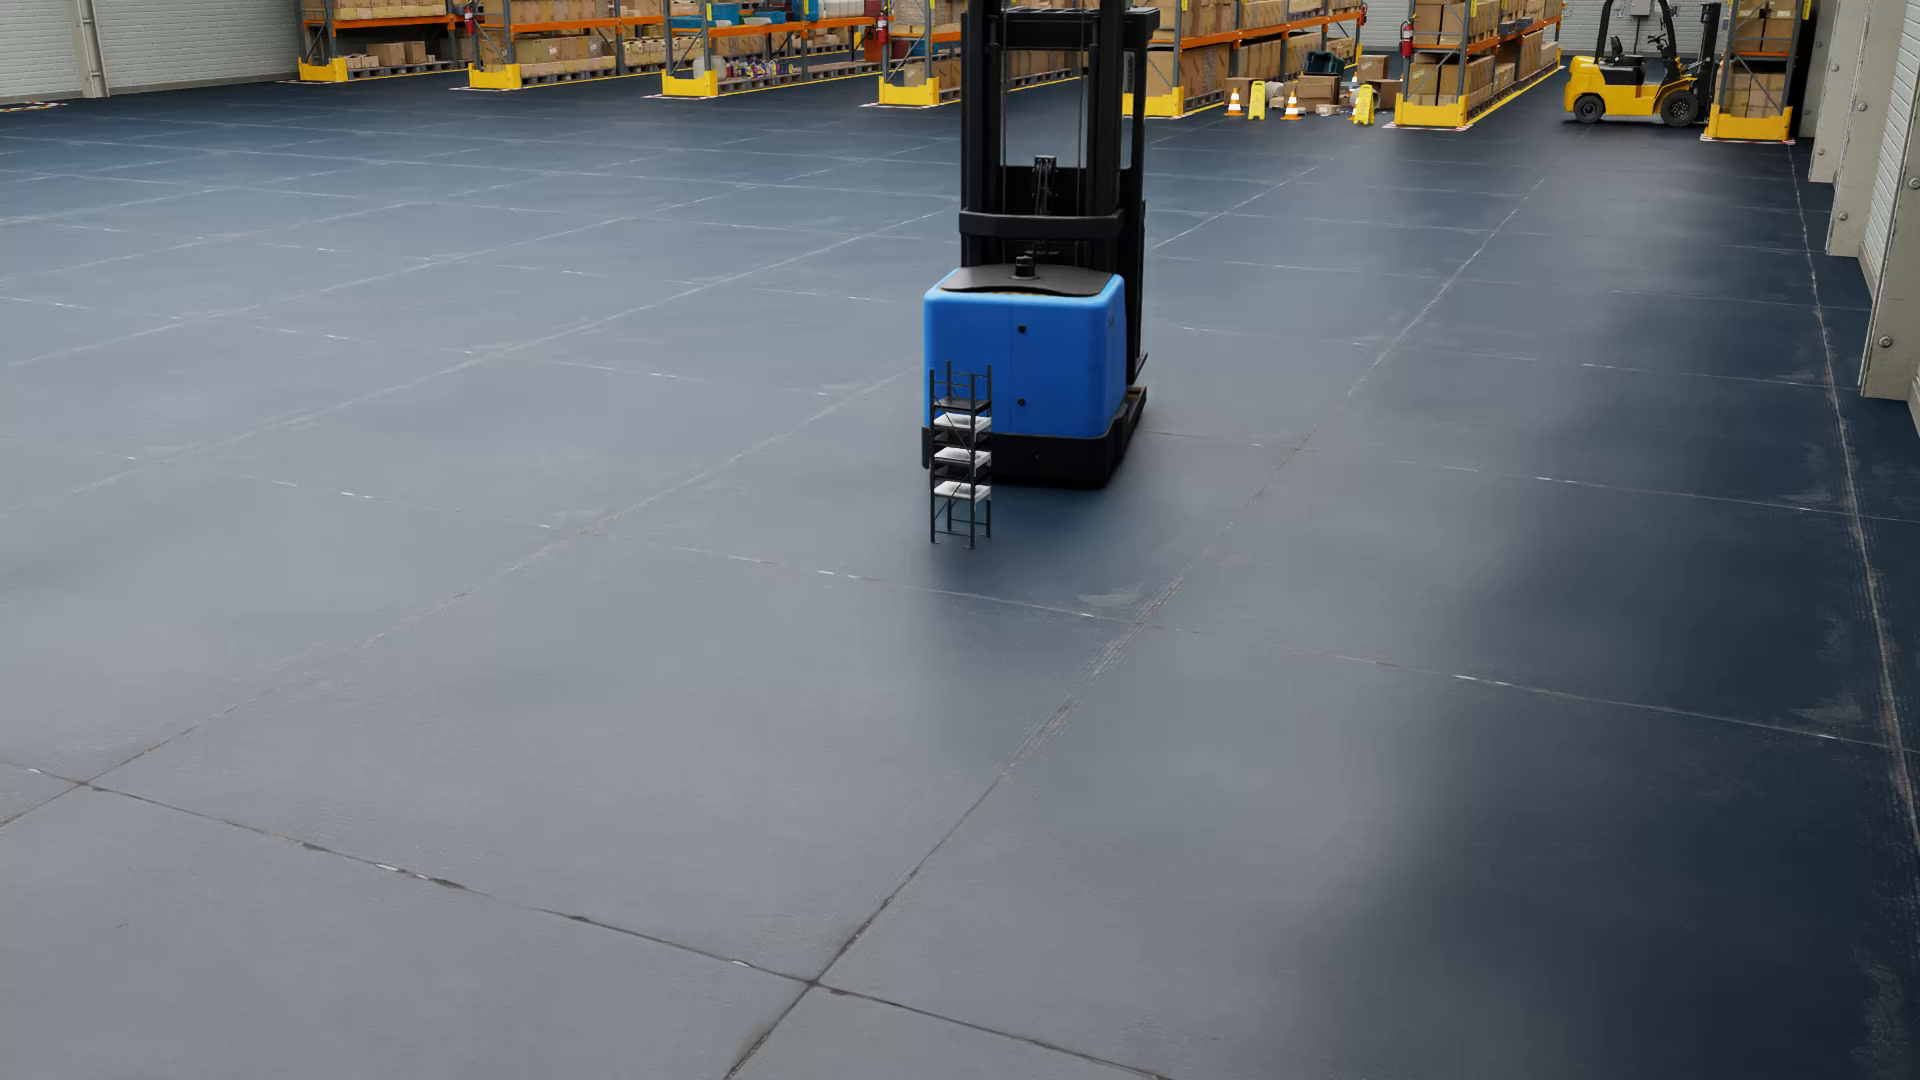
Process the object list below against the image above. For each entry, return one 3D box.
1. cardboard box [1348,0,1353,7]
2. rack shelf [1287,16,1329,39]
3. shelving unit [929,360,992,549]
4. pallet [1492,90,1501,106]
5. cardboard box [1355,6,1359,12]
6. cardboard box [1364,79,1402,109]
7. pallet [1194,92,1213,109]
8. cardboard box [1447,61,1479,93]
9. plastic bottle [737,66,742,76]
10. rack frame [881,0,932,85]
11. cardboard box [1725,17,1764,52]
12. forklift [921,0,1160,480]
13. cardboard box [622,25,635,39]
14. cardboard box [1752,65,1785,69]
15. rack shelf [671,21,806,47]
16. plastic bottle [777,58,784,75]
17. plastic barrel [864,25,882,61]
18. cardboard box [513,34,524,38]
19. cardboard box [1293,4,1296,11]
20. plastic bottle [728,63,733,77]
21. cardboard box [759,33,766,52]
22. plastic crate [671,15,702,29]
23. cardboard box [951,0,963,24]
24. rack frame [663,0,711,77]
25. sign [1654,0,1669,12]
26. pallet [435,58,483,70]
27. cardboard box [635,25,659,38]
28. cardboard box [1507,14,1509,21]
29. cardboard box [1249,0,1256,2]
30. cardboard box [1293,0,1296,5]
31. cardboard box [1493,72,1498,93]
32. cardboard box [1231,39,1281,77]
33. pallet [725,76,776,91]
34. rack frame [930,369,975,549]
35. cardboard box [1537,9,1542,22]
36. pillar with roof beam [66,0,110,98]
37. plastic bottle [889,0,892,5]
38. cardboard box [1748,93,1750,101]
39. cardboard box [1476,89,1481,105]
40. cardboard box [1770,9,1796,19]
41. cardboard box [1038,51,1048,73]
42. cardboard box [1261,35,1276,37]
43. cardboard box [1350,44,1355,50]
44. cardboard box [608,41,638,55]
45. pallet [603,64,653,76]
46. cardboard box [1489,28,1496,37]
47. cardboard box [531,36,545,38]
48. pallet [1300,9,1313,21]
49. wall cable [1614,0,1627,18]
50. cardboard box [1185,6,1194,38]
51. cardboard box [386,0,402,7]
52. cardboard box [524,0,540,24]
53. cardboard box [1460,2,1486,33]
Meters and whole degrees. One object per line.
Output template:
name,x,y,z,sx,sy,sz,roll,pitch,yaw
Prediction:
cardboard box,9.650,-13.753,42.071,0.500,0.500,0.500,9,21,23
rack shelf,7.556,-11.879,38.467,1.077,0.370,4.000,9,21,23
shelving unit,0.003,-0.426,8.325,0.258,0.900,0.210,9,21,23
pallet,9.974,-8.659,32.503,1.003,0.211,1.213,9,21,23
cardboard box,10.138,-13.795,43.156,0.380,0.149,0.250,9,21,23
cardboard box,7.977,-8.418,31.388,0.500,0.500,0.500,-9,22,-24
pallet,4.218,-8.473,31.980,1.003,0.211,1.213,9,21,23
cardboard box,8.821,-8.144,29.251,0.500,0.500,0.500,8,21,21
plastic bottle,-4.811,-10.226,36.265,0.097,0.201,0.097,0,20,0
rack frame,-1.022,-9.872,31.751,1.000,3.000,0.127,9,21,23
cardboard box,12.511,-8.066,26.523,0.500,0.500,0.500,8,21,21
forklift,0.599,-2.167,10.189,1.130,2.935,3.031,4,20,12
cardboard box,-9.813,-14.548,47.480,0.750,0.750,0.750,9,21,23
cardboard box,13.748,-7.942,28.308,0.500,0.250,0.500,9,21,23
rack shelf,-4.722,-10.824,35.502,1.077,0.370,4.000,9,21,23
plastic bottle,-3.982,-10.439,36.641,0.144,0.351,0.185,7,21,20
plastic barrel,-2.080,-12.324,41.259,0.600,0.830,0.708,9,21,23
cardboard box,-11.868,-13.017,43.669,0.700,0.500,0.500,9,21,23
cardboard box,7.325,-11.959,37.368,0.380,0.149,0.250,10,22,25
plastic bottle,-4.963,-10.160,35.957,0.061,0.283,0.133,9,21,23
cardboard box,-5.501,-13.437,44.849,0.500,0.500,0.500,9,21,23
plastic crate,-5.609,-10.676,34.233,0.499,0.251,0.616,9,21,23
cardboard box,-0.433,-10.540,33.036,0.875,0.500,0.500,9,21,23
rack frame,-5.541,-10.552,33.662,1.000,3.000,0.127,9,21,23
sign,19.250,-14.748,45.604,0.329,0.494,0.001,9,21,23
pallet,-12.624,-12.058,42.060,1.003,0.211,1.213,9,21,23
cardboard box,-9.266,-14.814,48.751,0.700,0.500,0.500,9,21,23
cardboard box,10.471,-10.185,32.380,0.380,0.149,0.250,9,21,24
cardboard box,5.713,-11.366,34.311,0.700,0.500,0.500,9,21,23
cardboard box,7.334,-12.111,37.352,0.380,0.149,0.250,8,21,21
cardboard box,9.869,-8.855,32.188,0.950,0.372,0.625,9,21,23
cardboard box,6.406,-10.570,36.445,1.050,0.750,0.750,8,21,22
pallet,-4.714,-9.887,35.954,1.003,0.211,1.213,9,21,23
rack frame,-0.038,-0.395,8.238,0.240,0.900,0.006,9,21,23
cardboard box,12.769,-11.783,37.347,0.500,0.250,0.500,8,21,22
pillar with roof beam,-13.611,-12.645,30.596,9.100,9.000,0.400,9,21,23
plastic bottle,-1.787,-13.646,42.436,0.144,0.351,0.185,9,21,23
cardboard box,12.678,-7.314,27.288,0.500,0.250,0.500,8,21,22
cardboard box,9.029,-7.947,29.814,0.500,0.250,0.500,10,22,26
cardboard box,12.924,-8.253,26.082,0.380,0.149,0.250,8,21,21
cardboard box,1.556,-10.794,37.417,0.700,0.500,0.500,11,22,27
cardboard box,6.975,-11.380,37.977,0.500,0.250,0.500,9,21,23
cardboard box,10.058,-12.846,43.297,0.380,0.149,0.250,8,21,21
cardboard box,-8.024,-11.714,39.570,0.500,0.311,0.500,9,21,23
pallet,-8.154,-11.372,40.130,1.003,0.211,1.213,9,21,23
cardboard box,9.707,-9.399,30.797,0.380,0.149,0.250,9,22,24
cardboard box,-9.508,-11.153,37.711,0.500,0.500,0.500,9,21,23
pallet,7.511,-12.126,38.377,1.003,0.211,1.213,9,21,23
wall cable,18.157,-15.418,45.829,0.588,1.984,0.122,9,21,23
cardboard box,3.777,-9.522,30.543,0.875,0.550,0.550,9,21,23
cardboard box,-13.480,-12.774,38.986,0.500,0.500,0.500,9,22,24
cardboard box,-9.645,-11.582,36.409,0.700,0.500,0.500,9,22,24
cardboard box,8.882,-9.121,29.046,0.500,0.500,0.500,8,21,22
